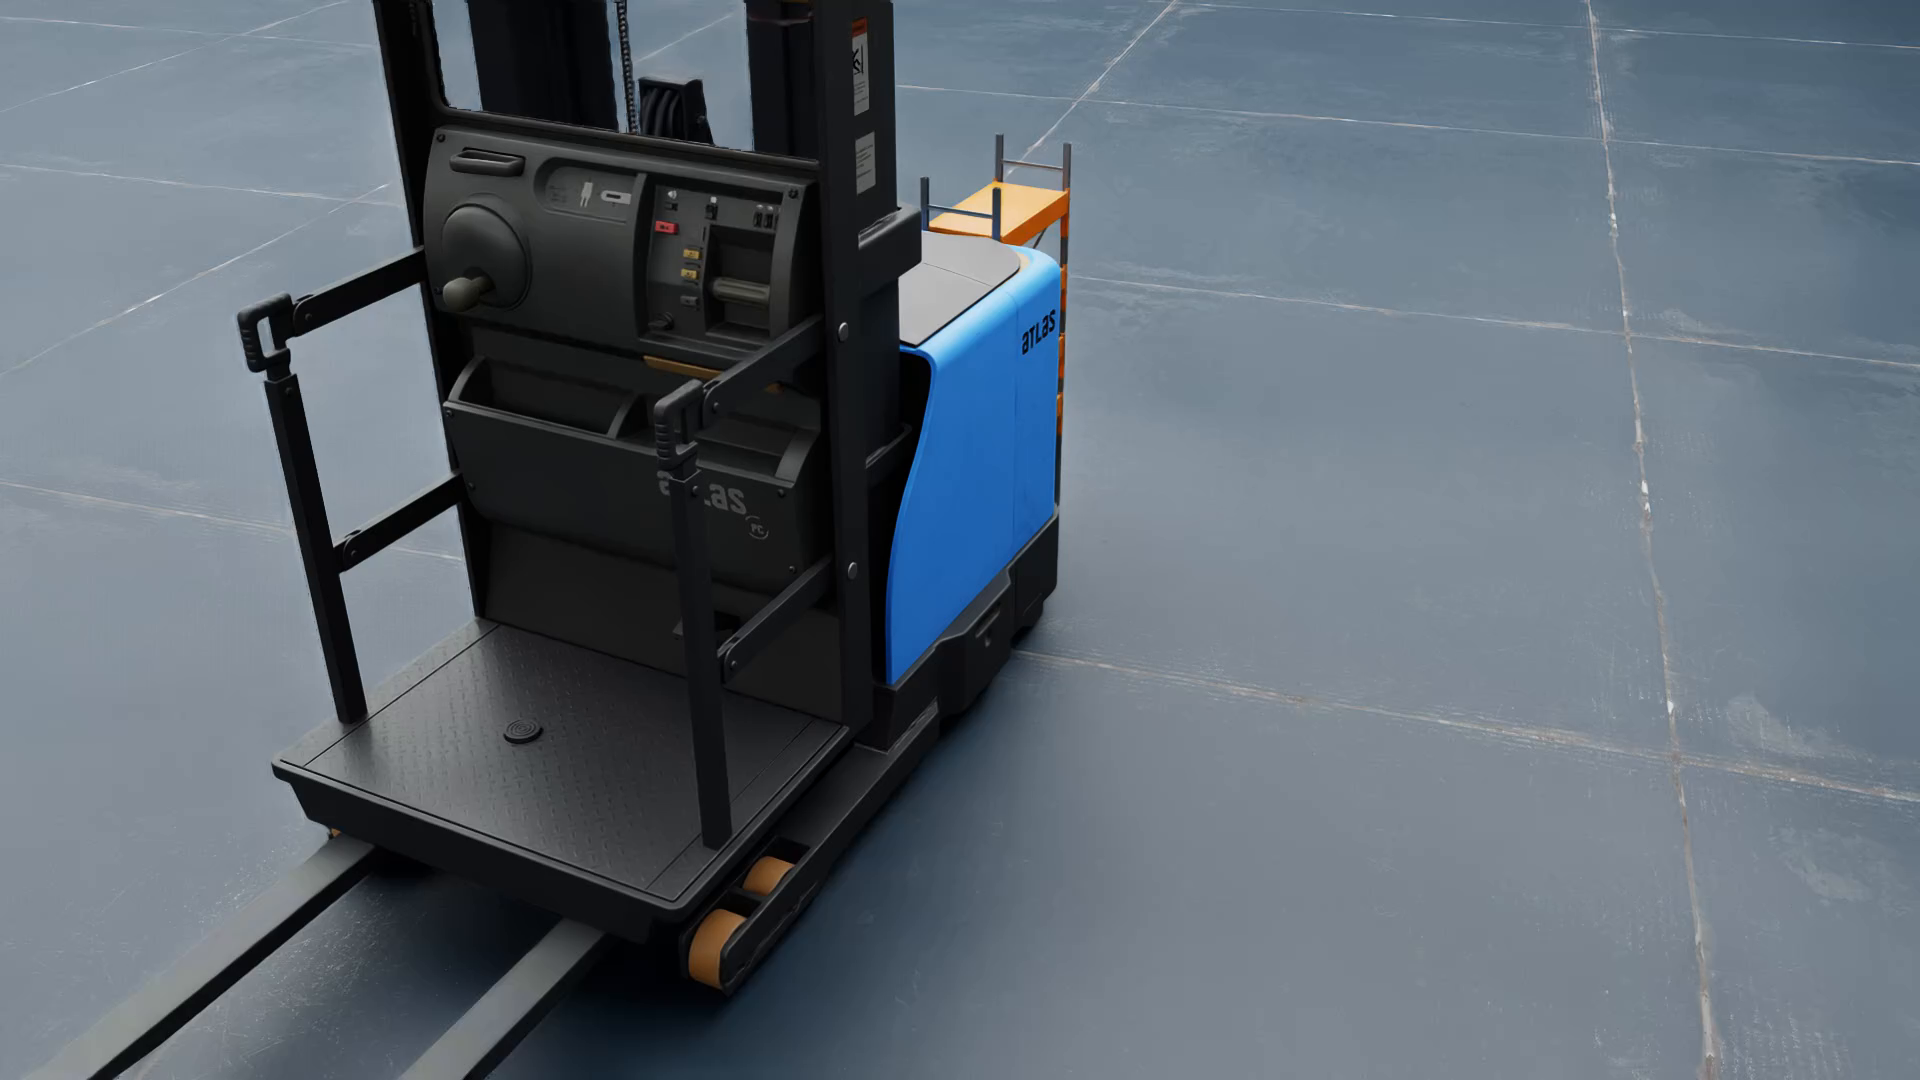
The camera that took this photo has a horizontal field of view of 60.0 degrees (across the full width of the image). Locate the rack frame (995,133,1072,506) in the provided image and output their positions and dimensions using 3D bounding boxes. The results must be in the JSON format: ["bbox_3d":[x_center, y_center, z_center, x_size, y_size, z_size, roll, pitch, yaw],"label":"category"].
[{"bbox_3d":[0.217,-0.664,5.209,0.240,1.200,0.015,14,32,23],"label":"rack frame"}]

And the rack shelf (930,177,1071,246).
[{"bbox_3d":[0.109,-0.901,4.827,0.258,0.148,0.480,14,32,23],"label":"rack shelf"}]

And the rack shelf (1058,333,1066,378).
[{"bbox_3d":[0.109,-0.498,5.050,0.258,0.148,0.480,14,32,23],"label":"rack shelf"}]

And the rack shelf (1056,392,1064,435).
[{"bbox_3d":[0.109,-0.325,5.147,0.258,0.148,0.480,14,32,23],"label":"rack shelf"}]

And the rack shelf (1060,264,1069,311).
[{"bbox_3d":[0.109,-0.694,4.942,0.258,0.148,0.480,14,32,23],"label":"rack shelf"}]

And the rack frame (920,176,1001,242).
[{"bbox_3d":[0.001,-0.451,4.826,0.240,1.200,0.015,14,32,23],"label":"rack frame"}]

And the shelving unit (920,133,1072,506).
[{"bbox_3d":[0.109,-0.557,5.018,0.258,1.200,0.503,14,32,23],"label":"shelving unit"}]

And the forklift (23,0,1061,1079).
[{"bbox_3d":[-0.822,-0.572,3.264,1.130,2.935,3.031,14,32,23],"label":"forklift"}]
